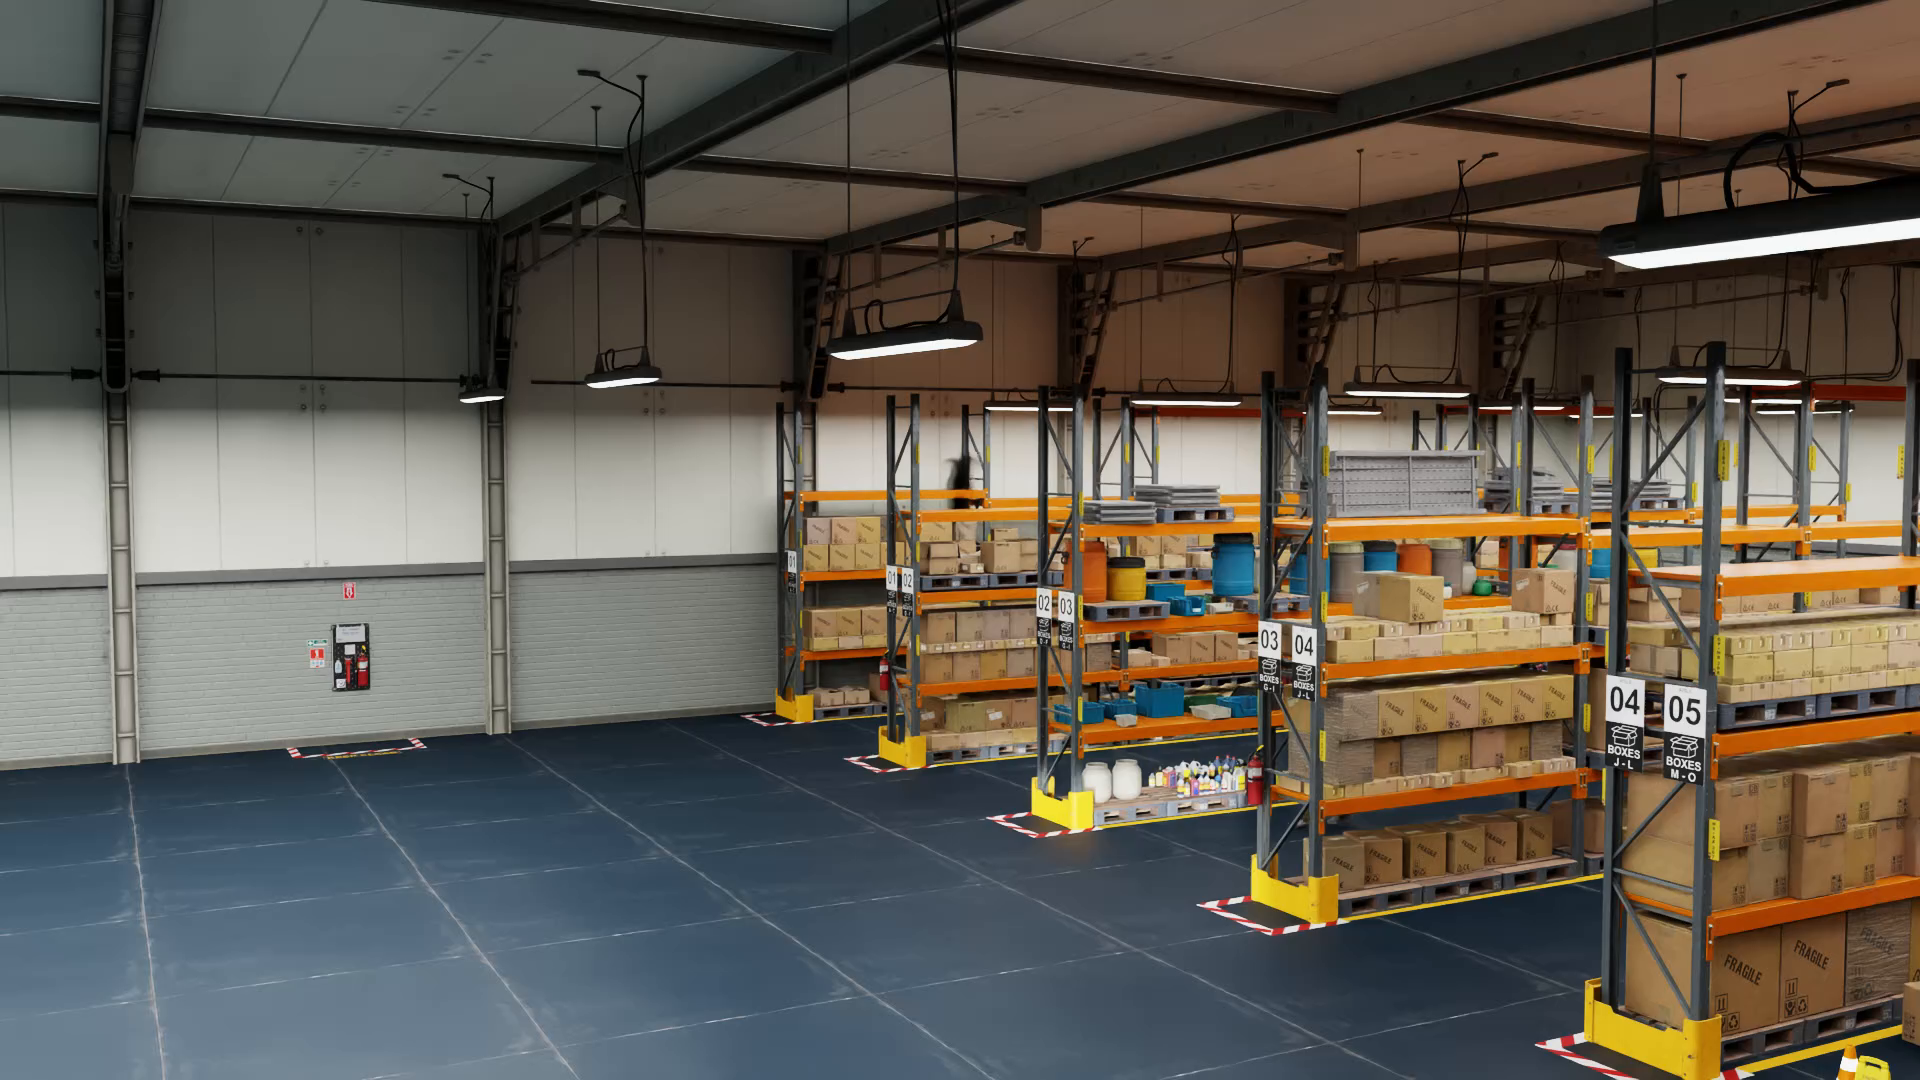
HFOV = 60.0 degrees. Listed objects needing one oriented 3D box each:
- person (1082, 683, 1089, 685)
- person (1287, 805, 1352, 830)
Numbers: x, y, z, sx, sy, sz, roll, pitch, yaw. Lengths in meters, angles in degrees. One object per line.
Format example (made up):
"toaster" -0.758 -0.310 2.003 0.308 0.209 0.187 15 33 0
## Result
"person" 2.499 2.479 32.578 0.685 1.670 0.814 -2 4 -27
"person" 4.986 3.020 22.176 0.931 1.731 0.834 -2 4 -38
